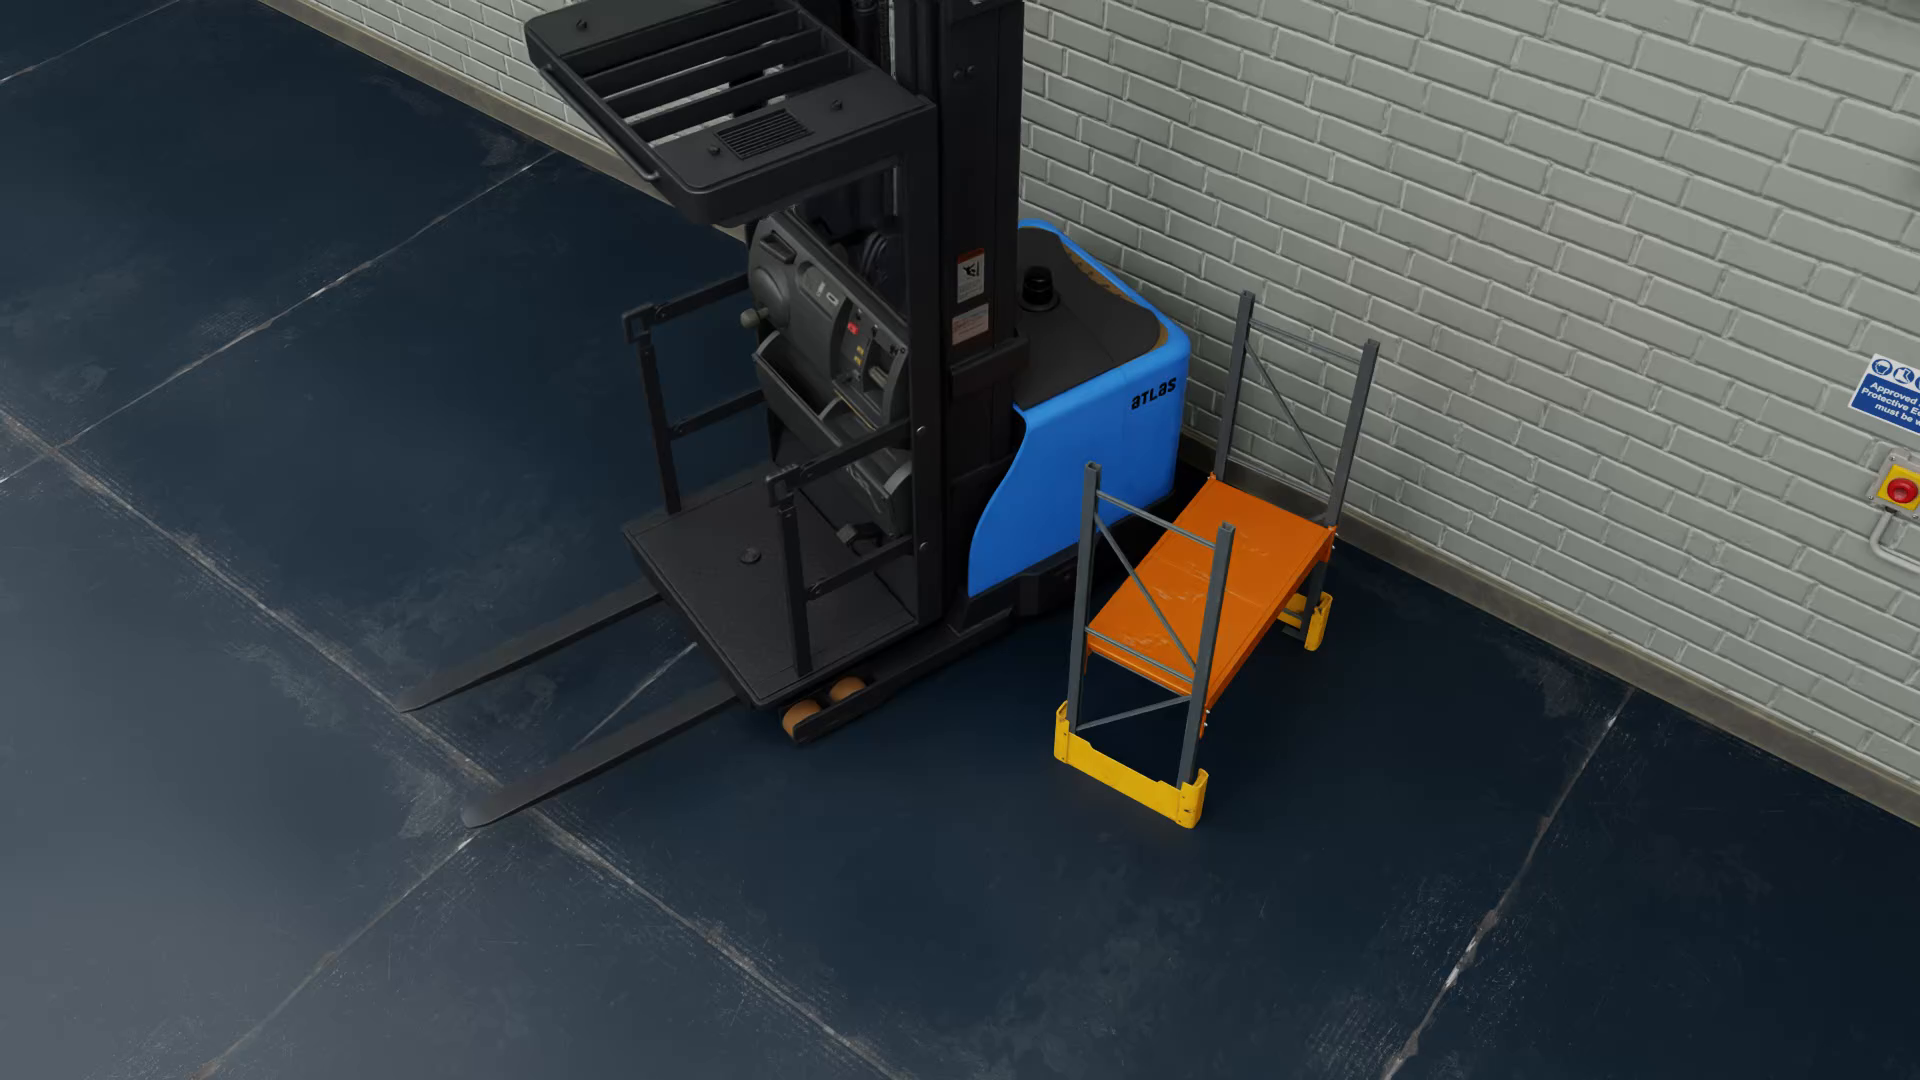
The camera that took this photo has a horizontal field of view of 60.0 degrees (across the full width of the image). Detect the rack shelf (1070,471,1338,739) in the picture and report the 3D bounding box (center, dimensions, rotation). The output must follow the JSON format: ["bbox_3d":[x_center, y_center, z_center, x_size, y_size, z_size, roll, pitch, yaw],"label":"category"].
[{"bbox_3d":[0.880,0.205,5.930,0.538,0.185,1.000,26,52,23],"label":"rack shelf"}]

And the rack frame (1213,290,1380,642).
[{"bbox_3d":[1.166,-0.223,6.090,0.500,1.500,0.032,26,52,23],"label":"rack frame"}]

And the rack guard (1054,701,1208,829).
[{"bbox_3d":[0.605,0.805,5.972,0.587,0.250,0.087,26,52,23],"label":"rack guard"}]

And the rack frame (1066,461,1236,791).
[{"bbox_3d":[0.595,0.385,5.509,0.500,1.500,0.032,26,52,23],"label":"rack frame"}]

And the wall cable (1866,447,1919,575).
[{"bbox_3d":[2.906,-0.632,4.720,0.585,1.953,0.123,29,53,25],"label":"wall cable"}]

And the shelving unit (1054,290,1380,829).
[{"bbox_3d":[0.885,0.076,5.805,0.587,1.500,1.083,26,52,23],"label":"shelving unit"}]

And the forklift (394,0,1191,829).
[{"bbox_3d":[-0.626,-0.695,5.552,3.031,2.935,1.130,-27,52,-23],"label":"forklift"}]

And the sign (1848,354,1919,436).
[{"bbox_3d":[2.905,-0.420,5.055,0.327,0.218,0.001,29,53,25],"label":"sign"}]

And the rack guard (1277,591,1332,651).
[{"bbox_3d":[1.165,0.210,6.542,0.587,0.250,0.087,26,52,23],"label":"rack guard"}]
